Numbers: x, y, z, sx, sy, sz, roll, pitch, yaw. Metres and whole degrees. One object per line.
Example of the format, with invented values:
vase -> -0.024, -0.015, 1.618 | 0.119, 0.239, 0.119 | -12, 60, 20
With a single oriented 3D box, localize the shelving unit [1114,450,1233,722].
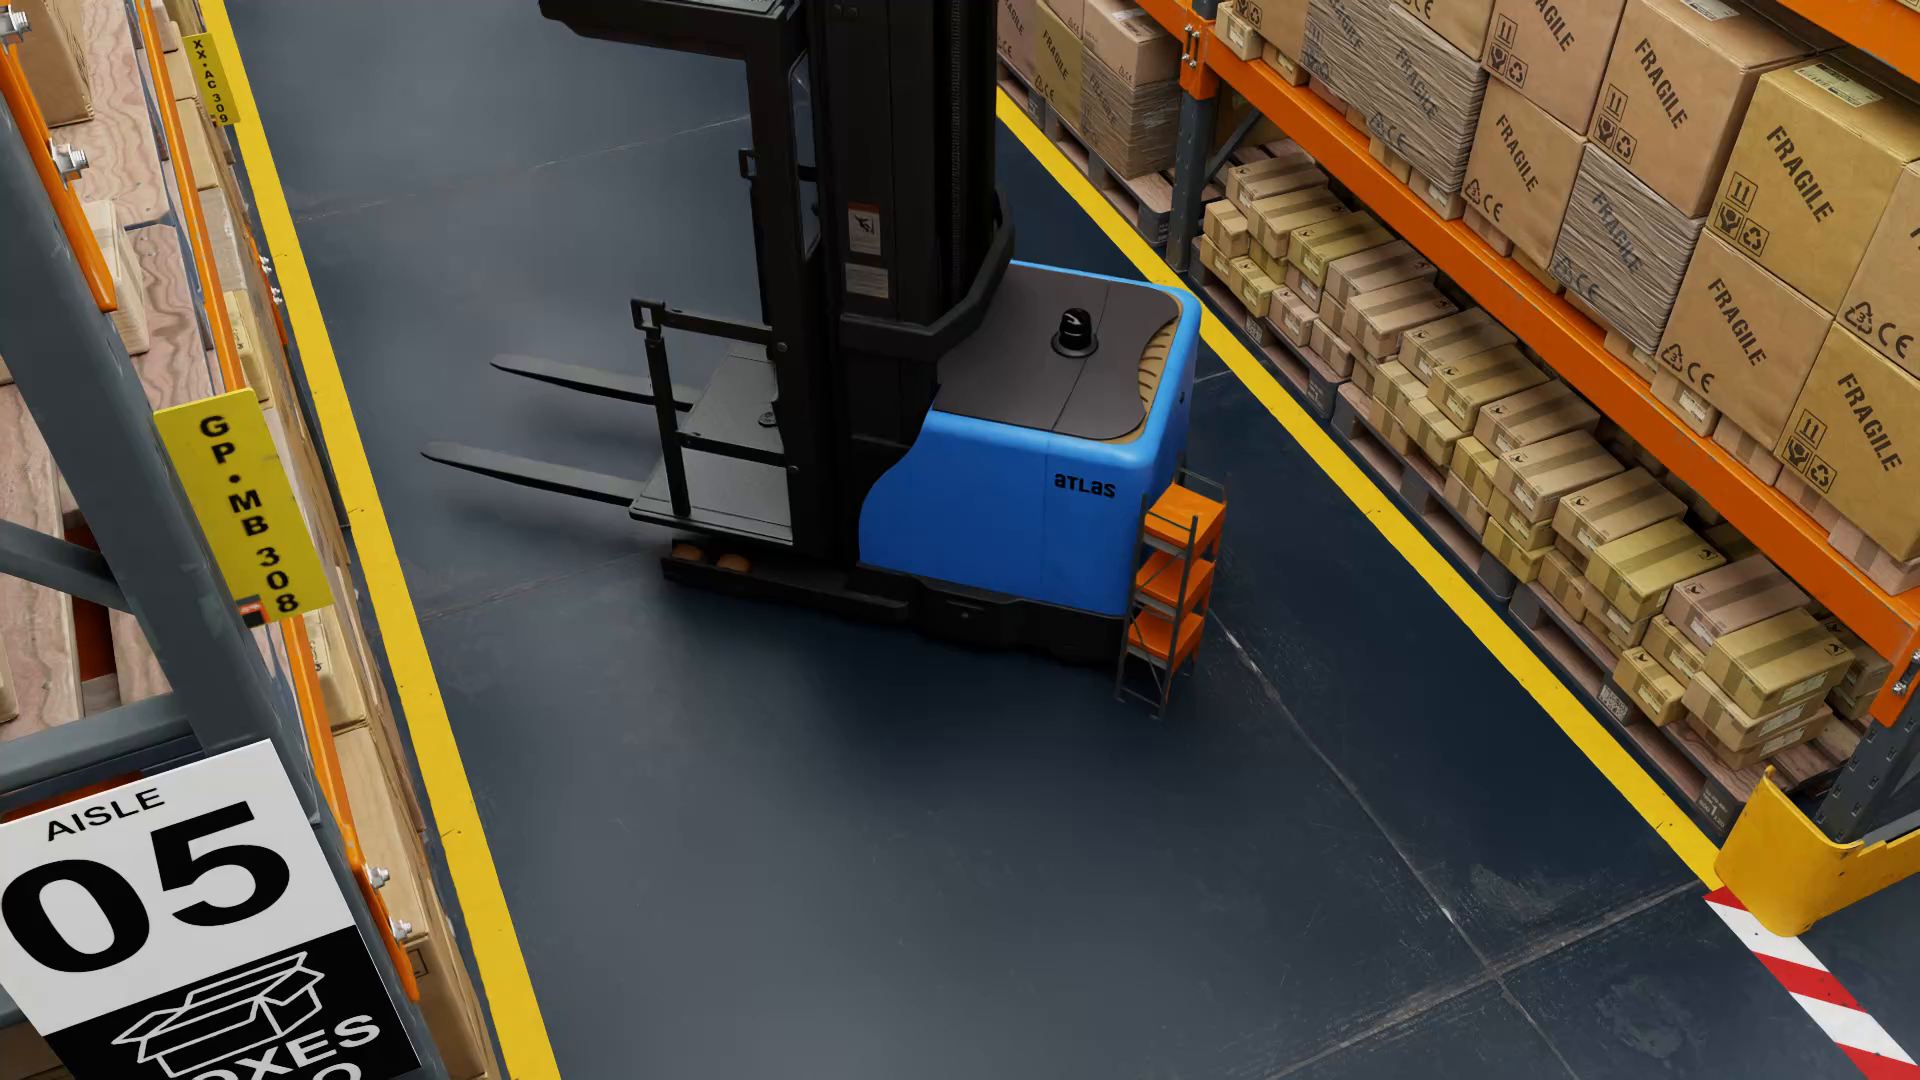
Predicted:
shelving unit -> 0.733, 0.182, 5.813 | 0.215, 1.050, 0.252 | 26, 50, 22

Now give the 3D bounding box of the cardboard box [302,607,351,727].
cardboard box -> -1.365, 0.263, 3.103 | 0.380, 0.149, 0.250 | -17, 47, -16

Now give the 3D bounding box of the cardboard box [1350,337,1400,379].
cardboard box -> 1.870, -0.817, 6.961 | 0.380, 0.149, 0.250 | -16, 47, -16

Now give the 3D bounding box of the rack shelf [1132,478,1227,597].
rack shelf -> 0.740, -0.009, 5.618 | 0.215, 0.259, 0.240 | 26, 50, 22

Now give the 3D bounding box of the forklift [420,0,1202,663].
forklift -> -0.666, -1.170, 5.849 | 3.031, 2.935, 1.130 | 12, 46, 11

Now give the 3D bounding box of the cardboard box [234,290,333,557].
cardboard box -> -1.888, -0.213, 4.047 | 0.500, 0.500, 0.500 | -18, 47, -17

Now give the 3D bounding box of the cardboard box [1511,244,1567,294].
cardboard box -> 2.180, -1.033, 5.840 | 0.380, 0.149, 0.250 | -17, 47, -17

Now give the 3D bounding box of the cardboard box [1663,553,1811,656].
cardboard box -> 2.656, 0.227, 5.692 | 0.380, 0.149, 0.250 | -17, 47, -17

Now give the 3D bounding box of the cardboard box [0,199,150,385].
cardboard box -> -1.536, -0.385, 2.678 | 0.380, 0.149, 0.250 | -16, 47, -16

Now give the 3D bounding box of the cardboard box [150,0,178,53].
cardboard box -> -2.551, -1.530, 4.920 | 0.380, 0.149, 0.250 | -19, 48, -18

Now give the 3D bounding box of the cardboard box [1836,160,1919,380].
cardboard box -> 2.744, -0.703, 4.332 | 0.500, 0.500, 0.500 | -19, 48, -18

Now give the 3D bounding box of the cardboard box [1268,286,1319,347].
cardboard box -> 1.605, -1.031, 7.390 | 0.380, 0.149, 0.250 | -18, 47, -18

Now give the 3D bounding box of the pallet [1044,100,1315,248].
pallet -> 1.151, -2.039, 8.666 | 1.003, 0.211, 1.213 | -18, 47, -17

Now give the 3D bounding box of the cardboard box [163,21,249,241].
cardboard box -> -2.520, -1.182, 5.029 | 0.500, 0.500, 0.500 | -18, 48, -18

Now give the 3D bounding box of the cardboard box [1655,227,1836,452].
cardboard box -> 2.527, -0.669, 5.009 | 0.500, 0.500, 0.500 | -19, 48, -18

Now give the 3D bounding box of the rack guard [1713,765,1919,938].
rack guard -> 3.130, 0.854, 5.528 | 1.175, 0.500, 0.348 | -18, 47, -17

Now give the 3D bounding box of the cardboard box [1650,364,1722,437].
cardboard box -> 2.450, -0.503, 5.303 | 0.380, 0.149, 0.250 | -17, 47, -16

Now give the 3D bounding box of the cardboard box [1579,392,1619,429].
cardboard box -> 2.678, -0.601, 6.530 | 0.380, 0.149, 0.250 | -17, 47, -17

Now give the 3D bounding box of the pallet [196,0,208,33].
pallet -> -4.978, -3.065, 9.706 | 1.003, 0.211, 1.213 | -18, 47, -17

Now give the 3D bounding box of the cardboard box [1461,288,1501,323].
cardboard box -> 2.356, -1.091, 7.028 | 0.380, 0.149, 0.250 | -20, 48, -19

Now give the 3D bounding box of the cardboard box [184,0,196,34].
cardboard box -> -3.331, -2.151, 6.546 | 0.500, 0.250, 0.500 | -17, 47, -17

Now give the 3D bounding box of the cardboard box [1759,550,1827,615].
cardboard box -> 3.025, 0.092, 5.828 | 0.380, 0.149, 0.250 | -17, 47, -17

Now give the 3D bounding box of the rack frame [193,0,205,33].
rack frame -> -4.651, -3.559, 8.221 | 1.000, 3.000, 0.127 | -18, 47, -17

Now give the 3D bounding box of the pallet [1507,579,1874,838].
pallet -> 2.820, 0.429, 6.165 | 1.003, 0.211, 1.213 | -18, 47, -17

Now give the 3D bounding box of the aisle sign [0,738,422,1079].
aisle sign -> -0.994, 0.574, 2.182 | 0.394, 0.787, 0.004 | -18, 47, -17

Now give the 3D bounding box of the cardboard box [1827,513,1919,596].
cardboard box -> 2.768, -0.022, 4.815 | 0.380, 0.149, 0.250 | -18, 47, -17

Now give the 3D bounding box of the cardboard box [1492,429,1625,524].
cardboard box -> 2.217, -0.239, 6.164 | 0.380, 0.149, 0.250 | -16, 47, -16

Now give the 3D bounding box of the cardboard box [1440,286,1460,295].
cardboard box -> 2.171, -1.147, 7.295 | 0.380, 0.149, 0.250 | -18, 47, -17

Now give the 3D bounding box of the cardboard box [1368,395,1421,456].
cardboard box -> 1.924, -0.529, 6.881 | 0.380, 0.149, 0.250 | -19, 48, -18

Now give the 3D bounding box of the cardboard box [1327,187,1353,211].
cardboard box -> 1.901, -1.670, 7.826 | 0.380, 0.149, 0.250 | -17, 47, -17

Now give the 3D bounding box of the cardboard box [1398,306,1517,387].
cardboard box -> 2.003, -0.767, 6.699 | 0.380, 0.149, 0.250 | -20, 48, -19

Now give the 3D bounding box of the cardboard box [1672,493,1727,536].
cardboard box -> 2.918, -0.154, 6.289 | 0.380, 0.149, 0.250 | -17, 47, -16

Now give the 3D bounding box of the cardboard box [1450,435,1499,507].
cardboard box -> 2.140, -0.305, 6.443 | 0.380, 0.149, 0.250 | -16, 47, -15

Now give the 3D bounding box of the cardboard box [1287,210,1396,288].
cardboard box -> 1.650, -1.262, 7.201 | 0.380, 0.149, 0.250 | -19, 48, -18

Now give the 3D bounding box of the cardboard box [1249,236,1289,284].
cardboard box -> 1.530, -1.316, 7.467 | 0.380, 0.149, 0.250 | -18, 47, -17

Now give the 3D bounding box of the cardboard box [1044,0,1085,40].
cardboard box -> 0.733, -2.794, 8.393 | 0.500, 0.250, 0.500 | -16, 47, -16

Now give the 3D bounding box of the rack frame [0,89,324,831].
rack frame -> -1.287, -0.596, 0.947 | 1.000, 3.000, 0.127 | -18, 47, -17

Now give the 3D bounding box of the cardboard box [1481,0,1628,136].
cardboard box -> 2.078, -1.690, 5.333 | 0.500, 0.500, 0.500 | -20, 48, -19

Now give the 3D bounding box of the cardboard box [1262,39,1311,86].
cardboard box -> 1.478, -2.027, 6.847 | 0.380, 0.149, 0.250 | -17, 47, -16

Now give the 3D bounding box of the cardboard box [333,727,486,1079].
cardboard box -> -1.230, 0.758, 3.063 | 0.500, 0.500, 0.500 | -19, 48, -18

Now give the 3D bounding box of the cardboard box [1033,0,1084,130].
cardboard box -> 0.725, -2.520, 8.649 | 0.500, 0.500, 0.500 | -19, 48, -18

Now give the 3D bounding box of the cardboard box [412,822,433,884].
cardboard box -> -1.466, 0.799, 3.734 | 0.500, 0.500, 0.500 | -19, 48, -18

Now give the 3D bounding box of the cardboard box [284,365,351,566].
cardboard box -> -2.096, -0.183, 4.729 | 0.500, 0.500, 0.500 | -19, 48, -18

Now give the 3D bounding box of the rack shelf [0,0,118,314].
rack shelf -> -2.128, -1.472, 2.632 | 1.077, 0.370, 4.000 | -18, 47, -17

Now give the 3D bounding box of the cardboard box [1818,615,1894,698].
cardboard box -> 3.174, 0.363, 5.766 | 0.380, 0.149, 0.250 | -16, 47, -16

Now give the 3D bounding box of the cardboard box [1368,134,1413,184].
cardboard box -> 1.793, -1.517, 6.331 | 0.380, 0.149, 0.250 | -17, 47, -17

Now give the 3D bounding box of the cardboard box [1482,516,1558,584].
cardboard box -> 2.238, -0.021, 6.366 | 0.380, 0.149, 0.250 | -20, 48, -19

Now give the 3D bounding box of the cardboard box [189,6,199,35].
cardboard box -> -3.334, -1.975, 6.723 | 0.500, 0.250, 0.500 | -18, 48, -18

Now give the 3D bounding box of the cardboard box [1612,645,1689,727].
cardboard box -> 2.551, 0.470, 5.868 | 0.380, 0.149, 0.250 | -17, 47, -16

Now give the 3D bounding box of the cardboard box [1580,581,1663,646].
cardboard box -> 2.461, 0.190, 5.941 | 0.380, 0.149, 0.250 | -20, 48, -19

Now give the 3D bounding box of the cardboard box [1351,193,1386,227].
cardboard box -> 2.009, -1.582, 7.524 | 0.380, 0.149, 0.250 | -17, 47, -17

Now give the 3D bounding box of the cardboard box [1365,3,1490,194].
cardboard box -> 1.853, -1.643, 5.996 | 0.500, 0.500, 0.500 | -19, 48, -18

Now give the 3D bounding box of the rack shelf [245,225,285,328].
rack shelf -> -3.810, -2.028, 7.182 | 1.077, 0.370, 4.000 | -18, 47, -17

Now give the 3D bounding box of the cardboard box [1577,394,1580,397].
cardboard box -> 2.464, -0.631, 6.772 | 0.380, 0.149, 0.250 | -16, 47, -16
